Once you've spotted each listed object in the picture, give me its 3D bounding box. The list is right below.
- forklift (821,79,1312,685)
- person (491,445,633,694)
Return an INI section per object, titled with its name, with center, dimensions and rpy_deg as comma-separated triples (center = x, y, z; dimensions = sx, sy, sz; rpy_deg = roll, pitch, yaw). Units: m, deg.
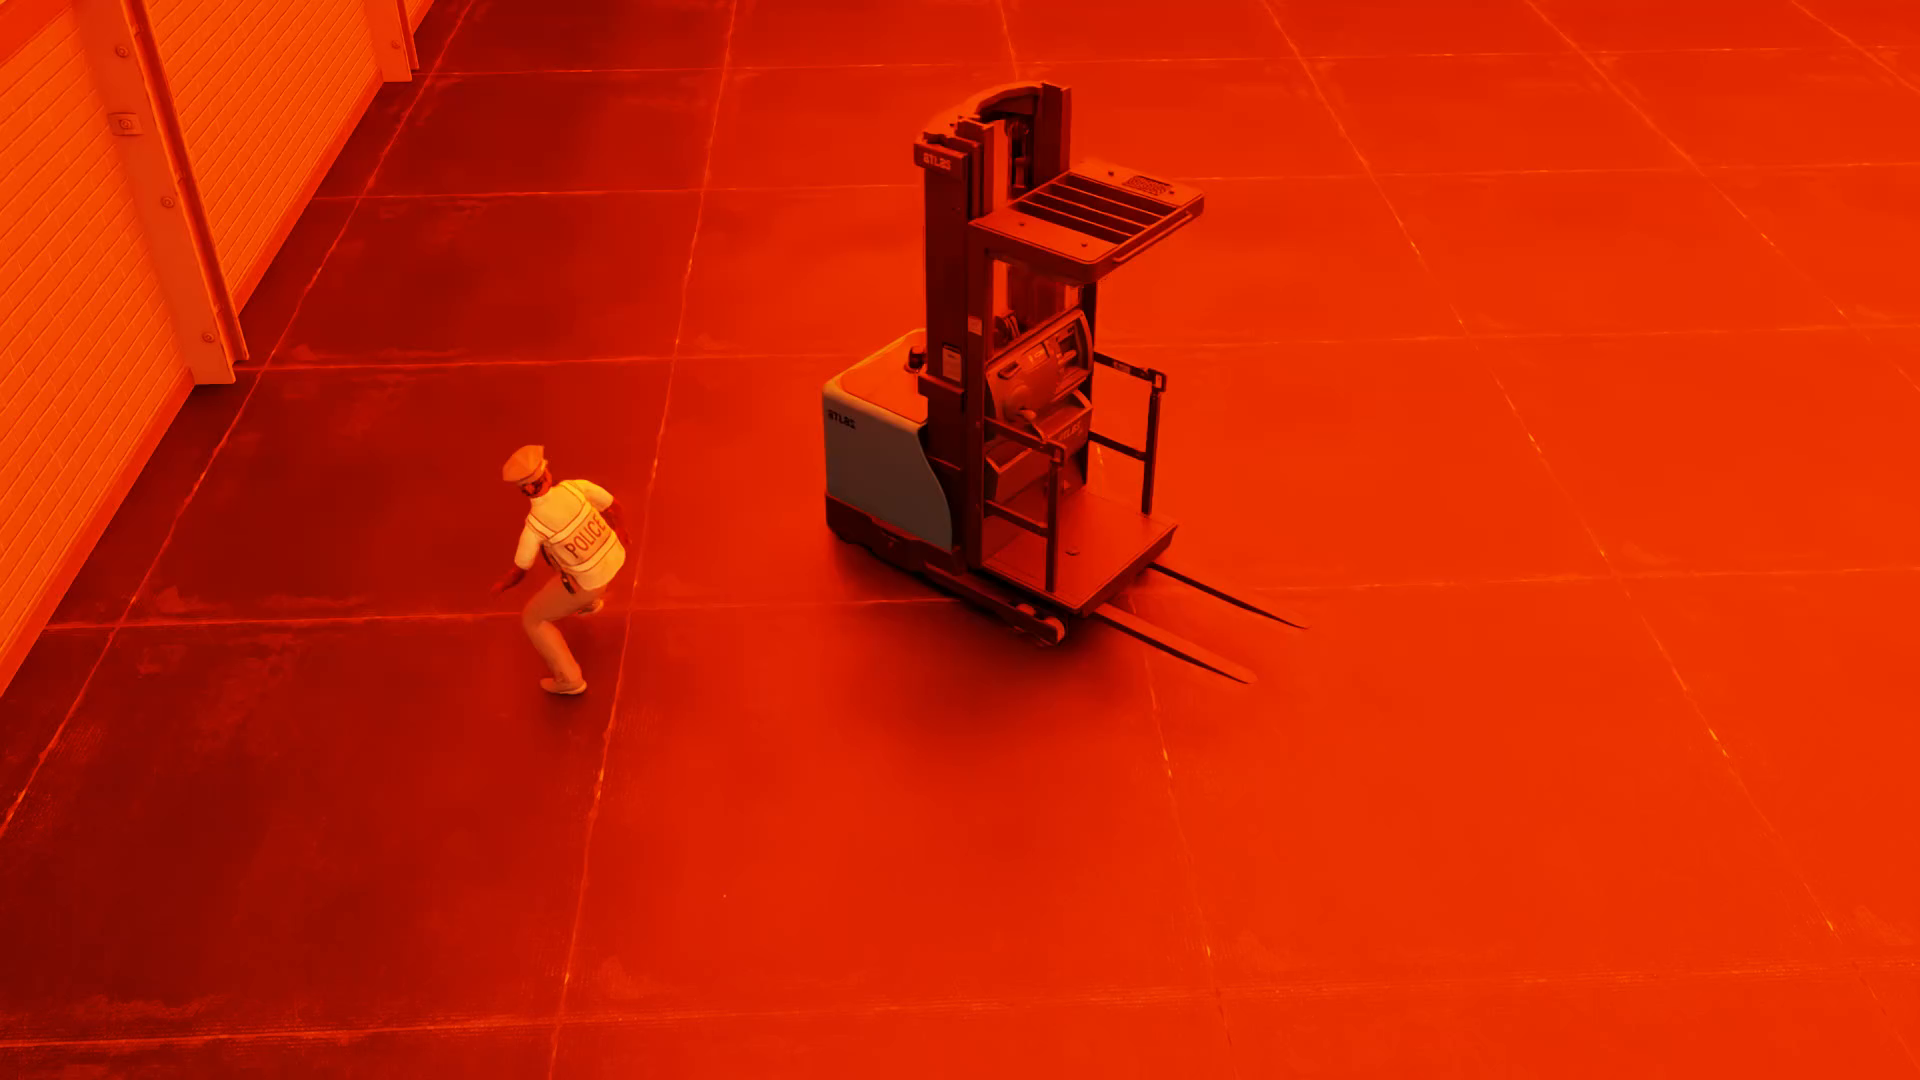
[forklift]
center = 0.616, -0.929, 9.285
dimensions = 3.031, 2.935, 1.130
rpy_deg = 25, 43, 30
[person]
center = -2.184, 0.092, 9.189
dimensions = 0.652, 1.457, 0.723
rpy_deg = 16, 39, 21
